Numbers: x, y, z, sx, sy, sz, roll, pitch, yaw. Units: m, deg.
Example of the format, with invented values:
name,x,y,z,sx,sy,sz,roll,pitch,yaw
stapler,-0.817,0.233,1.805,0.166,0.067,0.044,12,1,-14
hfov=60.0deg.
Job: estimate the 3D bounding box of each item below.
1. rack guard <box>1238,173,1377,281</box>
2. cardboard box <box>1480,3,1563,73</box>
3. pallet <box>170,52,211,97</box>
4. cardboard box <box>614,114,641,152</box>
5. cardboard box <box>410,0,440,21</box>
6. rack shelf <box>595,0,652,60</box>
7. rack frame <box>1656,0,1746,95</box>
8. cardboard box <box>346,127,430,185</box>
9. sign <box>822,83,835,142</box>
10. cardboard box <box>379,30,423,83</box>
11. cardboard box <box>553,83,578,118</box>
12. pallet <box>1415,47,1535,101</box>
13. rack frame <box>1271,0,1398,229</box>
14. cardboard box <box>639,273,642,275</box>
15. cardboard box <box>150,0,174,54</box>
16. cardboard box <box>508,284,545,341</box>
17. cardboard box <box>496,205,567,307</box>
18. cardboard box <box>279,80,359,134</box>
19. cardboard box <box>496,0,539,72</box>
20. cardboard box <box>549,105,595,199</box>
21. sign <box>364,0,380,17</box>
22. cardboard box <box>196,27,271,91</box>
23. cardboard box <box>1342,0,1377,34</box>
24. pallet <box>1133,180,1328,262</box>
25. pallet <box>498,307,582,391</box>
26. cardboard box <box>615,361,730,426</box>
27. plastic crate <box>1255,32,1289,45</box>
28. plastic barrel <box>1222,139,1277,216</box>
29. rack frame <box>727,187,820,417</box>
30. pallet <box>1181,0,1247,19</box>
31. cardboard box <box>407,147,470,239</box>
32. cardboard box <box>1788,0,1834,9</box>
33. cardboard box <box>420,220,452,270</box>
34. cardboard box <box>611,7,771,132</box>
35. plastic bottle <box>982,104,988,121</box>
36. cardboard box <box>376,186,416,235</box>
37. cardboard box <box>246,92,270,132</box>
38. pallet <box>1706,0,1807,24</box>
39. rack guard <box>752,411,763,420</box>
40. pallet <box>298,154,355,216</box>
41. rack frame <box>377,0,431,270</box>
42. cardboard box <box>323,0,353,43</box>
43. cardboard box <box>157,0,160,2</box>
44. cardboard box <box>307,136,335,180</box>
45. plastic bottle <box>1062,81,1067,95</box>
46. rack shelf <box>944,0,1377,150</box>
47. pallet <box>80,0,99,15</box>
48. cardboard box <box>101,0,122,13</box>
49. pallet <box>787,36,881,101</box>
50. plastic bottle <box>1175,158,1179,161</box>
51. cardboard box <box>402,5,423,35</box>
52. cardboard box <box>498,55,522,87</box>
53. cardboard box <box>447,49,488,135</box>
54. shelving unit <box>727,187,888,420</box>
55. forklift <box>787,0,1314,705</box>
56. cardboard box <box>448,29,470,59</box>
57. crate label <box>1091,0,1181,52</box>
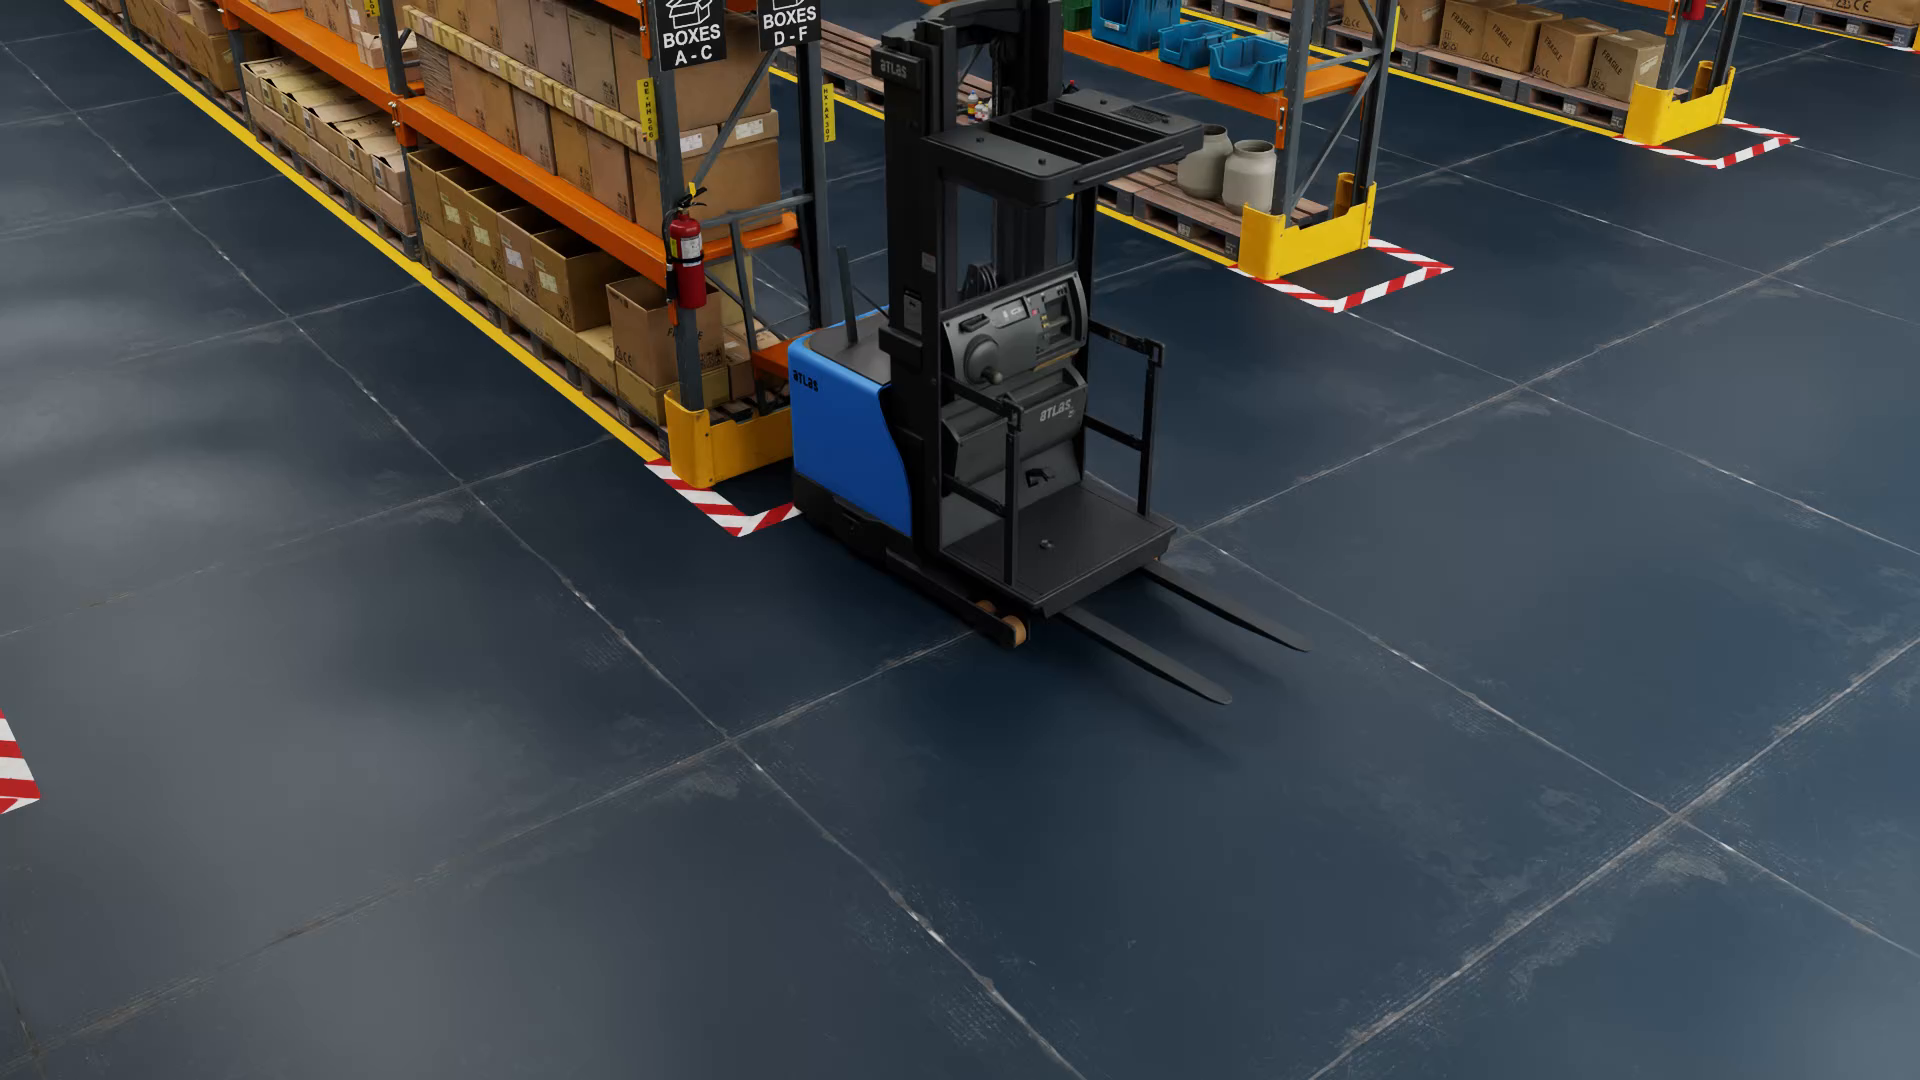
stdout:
name,x,y,z,sx,sy,sz,roll,pitch,yaw
rack guard,2.636,-2.386,12.618,1.175,0.500,0.348,-22,38,-31
cardboard box,5.500,-4.922,16.302,0.500,0.500,0.500,-19,36,-27
pallet,-7.272,-4.812,16.797,1.003,0.211,1.213,-22,38,-31
cardboard box,-1.741,-2.355,9.489,0.380,0.149,0.250,-21,38,-30
cardboard box,-3.371,-3.909,11.376,0.700,0.500,0.500,-22,38,-31
rack shelf,-2.421,-3.633,10.095,1.077,0.370,4.000,-22,38,-31
rack frame,6.633,-5.034,14.513,1.000,3.000,0.127,-22,38,-31
cardboard box,-4.447,-3.037,12.974,0.500,0.311,0.500,-21,38,-30
sign,-0.753,-2.409,9.391,0.100,0.325,0.005,-22,38,-31
cardboard box,-3.984,-3.625,12.386,0.500,0.250,0.500,-20,37,-28
cardboard box,-2.212,-2.676,10.007,0.380,0.149,0.250,-21,38,-30
pallet,5.372,-4.740,16.681,1.003,0.211,1.213,-22,38,-31
rack frame,2.720,-3.432,11.933,1.000,3.000,0.127,-22,38,-31
cardboard box,-1.973,-1.867,10.911,0.500,0.500,0.500,-22,38,-31
cardboard box,-7.813,-5.247,16.808,0.500,0.500,0.500,-22,38,-31
cardboard box,-2.686,-1.590,11.176,0.500,0.250,0.500,-22,38,-31
cardboard box,-2.689,-1.908,10.976,0.500,0.500,0.500,-22,38,-31
cardboard box,-5.372,-3.671,13.994,0.500,0.311,0.500,-23,39,-33
cardboard box,-2.447,-3.281,10.365,0.700,0.500,0.500,-22,38,-31
cardboard box,-2.097,-2.498,10.334,0.700,0.500,0.500,-22,38,-31
sign,-4.070,-3.776,11.465,0.100,0.325,0.005,-22,38,-31
cardboard box,-6.860,-4.604,15.772,0.500,0.500,0.500,-21,37,-30
cardboard box,4.393,-5.638,17.456,0.500,0.500,0.500,-24,39,-33
pallet,2.142,-2.604,13.243,1.003,0.211,1.213,-22,38,-31
pallet,-2.441,-1.460,11.400,1.003,0.211,1.213,-22,38,-31
cardboard box,-1.757,-0.969,10.175,0.500,0.250,0.500,-22,38,-31
plastic crate,2.426,-3.797,12.770,0.298,0.136,0.250,-22,38,-31
plastic barrel,2.256,-2.803,12.880,0.421,0.512,0.421,0,32,0
rack frame,-1.045,-1.282,9.804,0.500,1.500,0.032,-27,36,-33
pallet,2.949,-6.350,19.273,1.003,0.211,1.213,-22,38,-31
cardboard box,-3.611,-2.532,11.981,0.500,0.500,0.500,-22,38,-31
cardboard box,9.603,-6.500,18.488,0.875,0.875,0.875,-23,39,-32
cardboard box,-3.603,-2.217,12.184,0.500,0.250,0.500,-22,38,-31
cardboard box,-1.503,-2.645,9.341,0.700,0.500,0.500,-22,38,-31
plastic bottle,0.241,-3.738,14.660,0.097,0.201,0.097,0,32,0
cardboard box,-4.131,-2.587,12.781,0.500,0.250,0.500,-23,38,-32
cardboard box,-6.011,-3.862,14.833,0.500,0.250,0.500,-22,38,-32
pallet,9.316,-6.228,19.078,1.003,0.211,1.213,-22,38,-31
rack guard,-0.991,-0.739,10.109,0.587,0.250,0.087,-27,36,-33
pallet,-4.883,-3.117,14.068,1.003,0.211,1.213,-22,38,-31
rack frame,-3.648,-3.498,12.039,1.000,3.000,0.127,-22,38,-31
cardboard box,-4.736,-4.294,13.226,0.500,0.500,0.500,-22,38,-31
cardboard box,-7.836,-5.578,16.630,0.500,0.250,0.500,-22,38,-31
cardboard box,-5.065,-3.224,13.806,0.500,0.250,0.500,-21,38,-30
plastic bottle,0.890,-3.985,14.917,0.144,0.351,0.185,-23,39,-33
rack shelf,1.494,-3.960,13.464,1.077,0.370,4.000,-22,38,-31
pallet,-9.726,-6.443,19.423,1.003,0.211,1.213,-22,38,-31
cardboard box,-9.127,-6.103,18.185,0.500,0.500,0.500,-22,38,-31
pallet,-0.997,-4.738,16.678,1.003,0.211,1.213,-22,38,-31
plastic bottle,1.855,-3.316,13.915,0.097,0.271,0.097,0,32,0
cardboard box,-3.636,-3.641,11.560,0.380,0.149,0.250,-22,38,-31
cardboard box,-2.683,-2.997,10.523,0.380,0.149,0.250,-23,38,-32
cardboard box,-3.042,-3.140,11.367,0.700,0.500,0.500,-23,38,-32
shelving unit,-0.718,-1.121,9.462,0.587,1.500,1.083,-27,36,-33
forklift,0.426,-1.004,8.089,1.130,2.935,3.031,-26,40,-35
cardboard box,-3.160,-3.321,11.044,0.380,0.149,0.250,-23,38,-32
crate label,1.378,-4.126,13.017,0.502,0.435,0.616,-22,38,-31
